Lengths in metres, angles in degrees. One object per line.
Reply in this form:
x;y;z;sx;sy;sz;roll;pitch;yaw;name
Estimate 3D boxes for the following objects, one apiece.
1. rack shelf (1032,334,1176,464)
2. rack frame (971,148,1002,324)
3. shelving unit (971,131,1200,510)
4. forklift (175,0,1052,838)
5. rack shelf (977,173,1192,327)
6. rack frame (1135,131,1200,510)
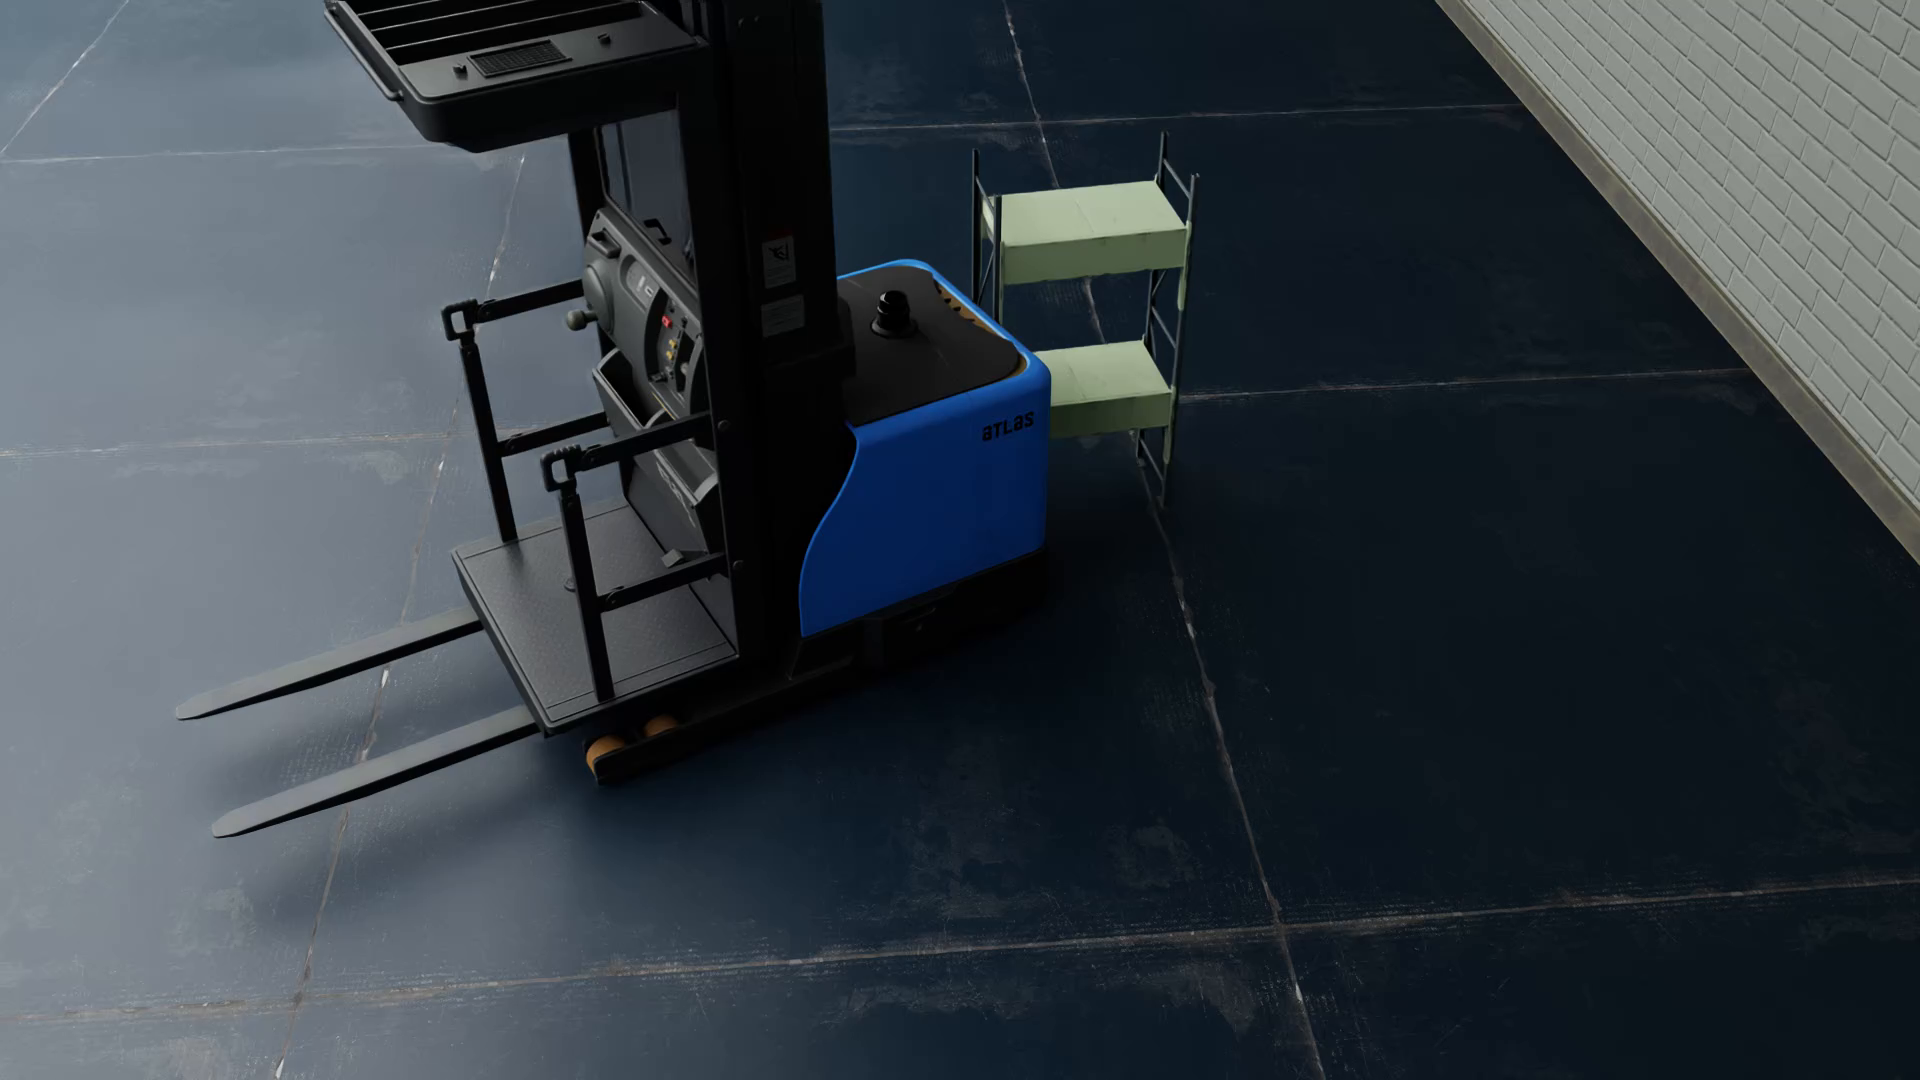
0.455;-0.534;6.742;0.720;0.370;0.431;-7;39;-9;rack shelf
0.097;-0.743;6.481;0.023;1.500;0.400;-7;39;-9;rack frame
0.455;-0.789;6.540;0.755;1.500;0.431;-7;39;-9;shelving unit
-1.198;-0.695;5.265;3.031;2.935;1.130;-20;42;-23;forklift
0.455;-1.096;6.298;0.720;0.370;0.431;-7;39;-9;rack shelf
0.813;-0.836;6.599;0.023;1.500;0.400;-7;39;-9;rack frame
